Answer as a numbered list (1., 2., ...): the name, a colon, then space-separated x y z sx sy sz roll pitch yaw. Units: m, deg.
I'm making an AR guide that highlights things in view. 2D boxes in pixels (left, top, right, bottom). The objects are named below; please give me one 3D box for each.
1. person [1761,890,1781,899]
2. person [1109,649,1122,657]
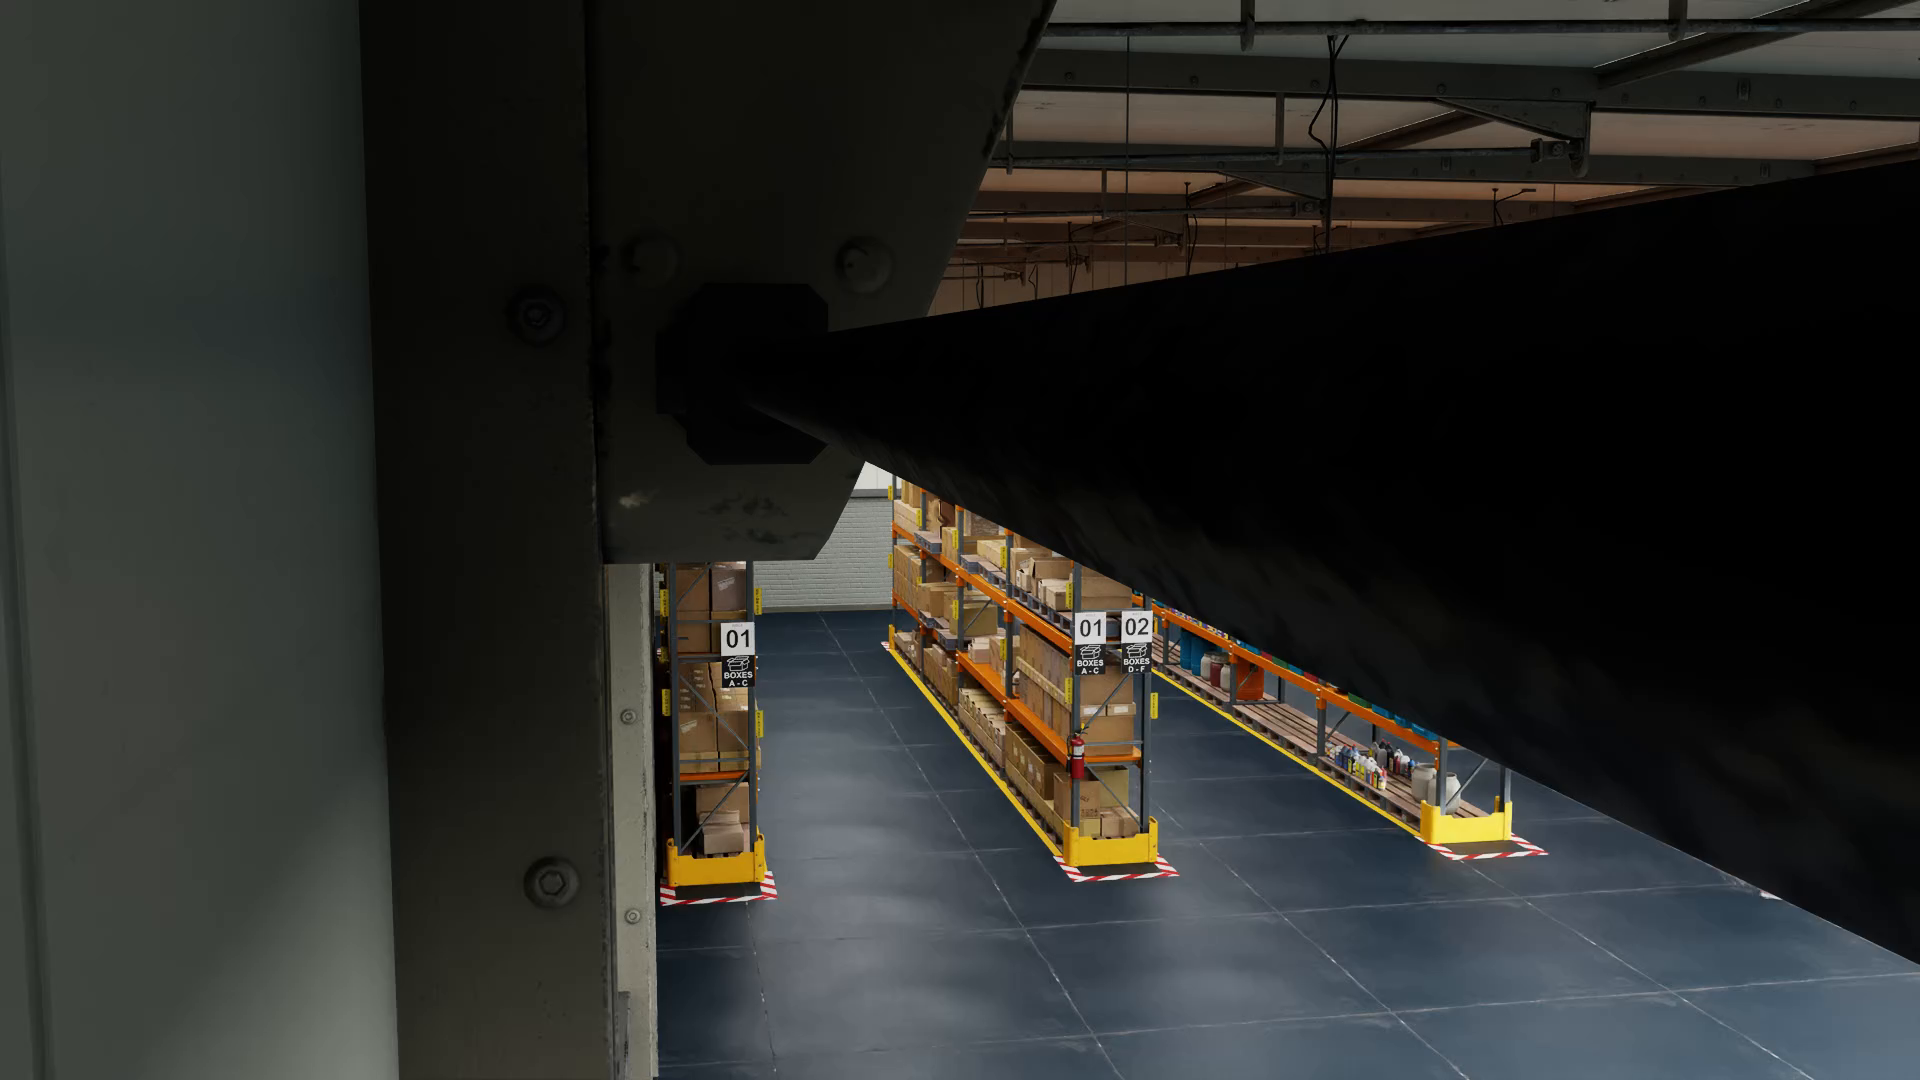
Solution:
1. person: 9.714 3.404 19.482 0.536 1.628 0.569 2 7 19
2. person: 2.811 1.924 30.096 0.606 1.840 0.685 -2 6 -15
